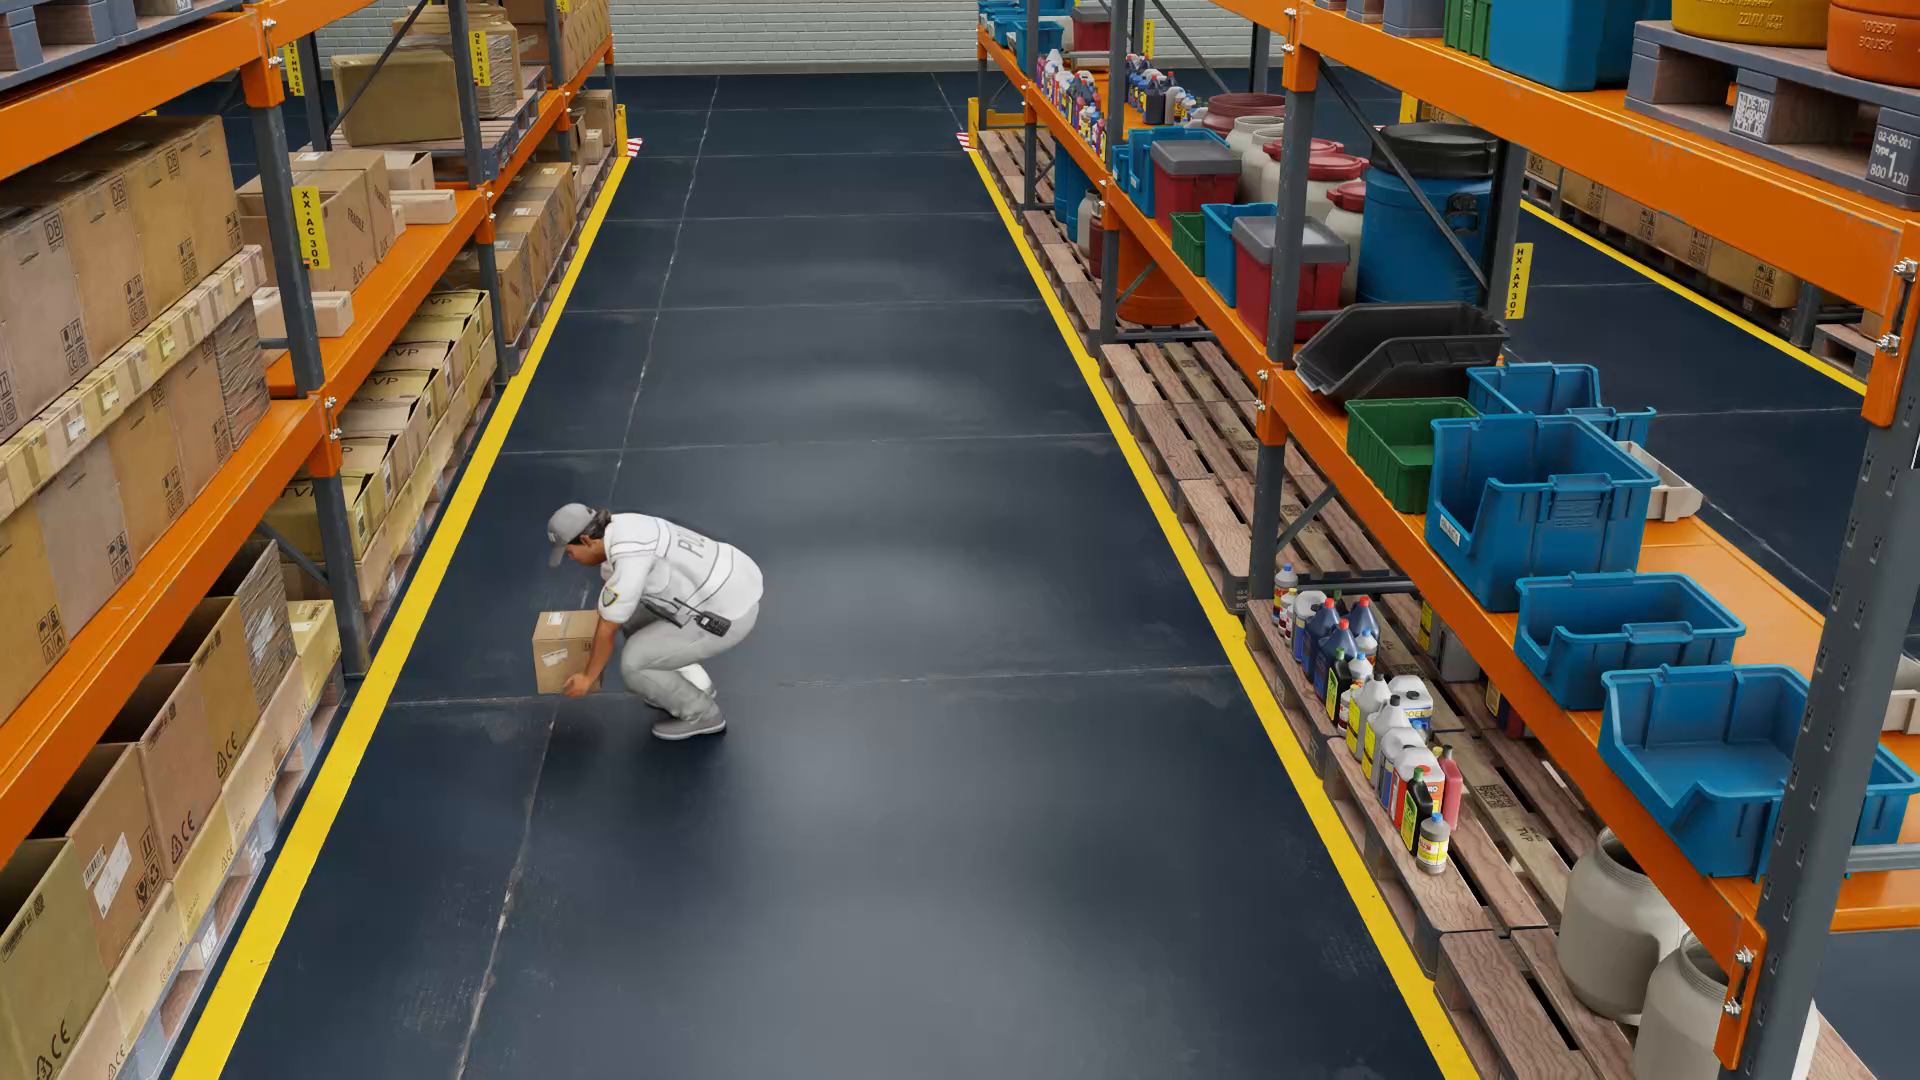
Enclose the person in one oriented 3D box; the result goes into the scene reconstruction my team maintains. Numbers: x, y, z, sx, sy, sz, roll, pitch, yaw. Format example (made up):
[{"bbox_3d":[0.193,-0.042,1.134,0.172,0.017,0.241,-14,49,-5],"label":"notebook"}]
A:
[{"bbox_3d":[-1.226,0.296,6.756,0.817,1.002,0.520,-2,24,-5],"label":"person"}]
